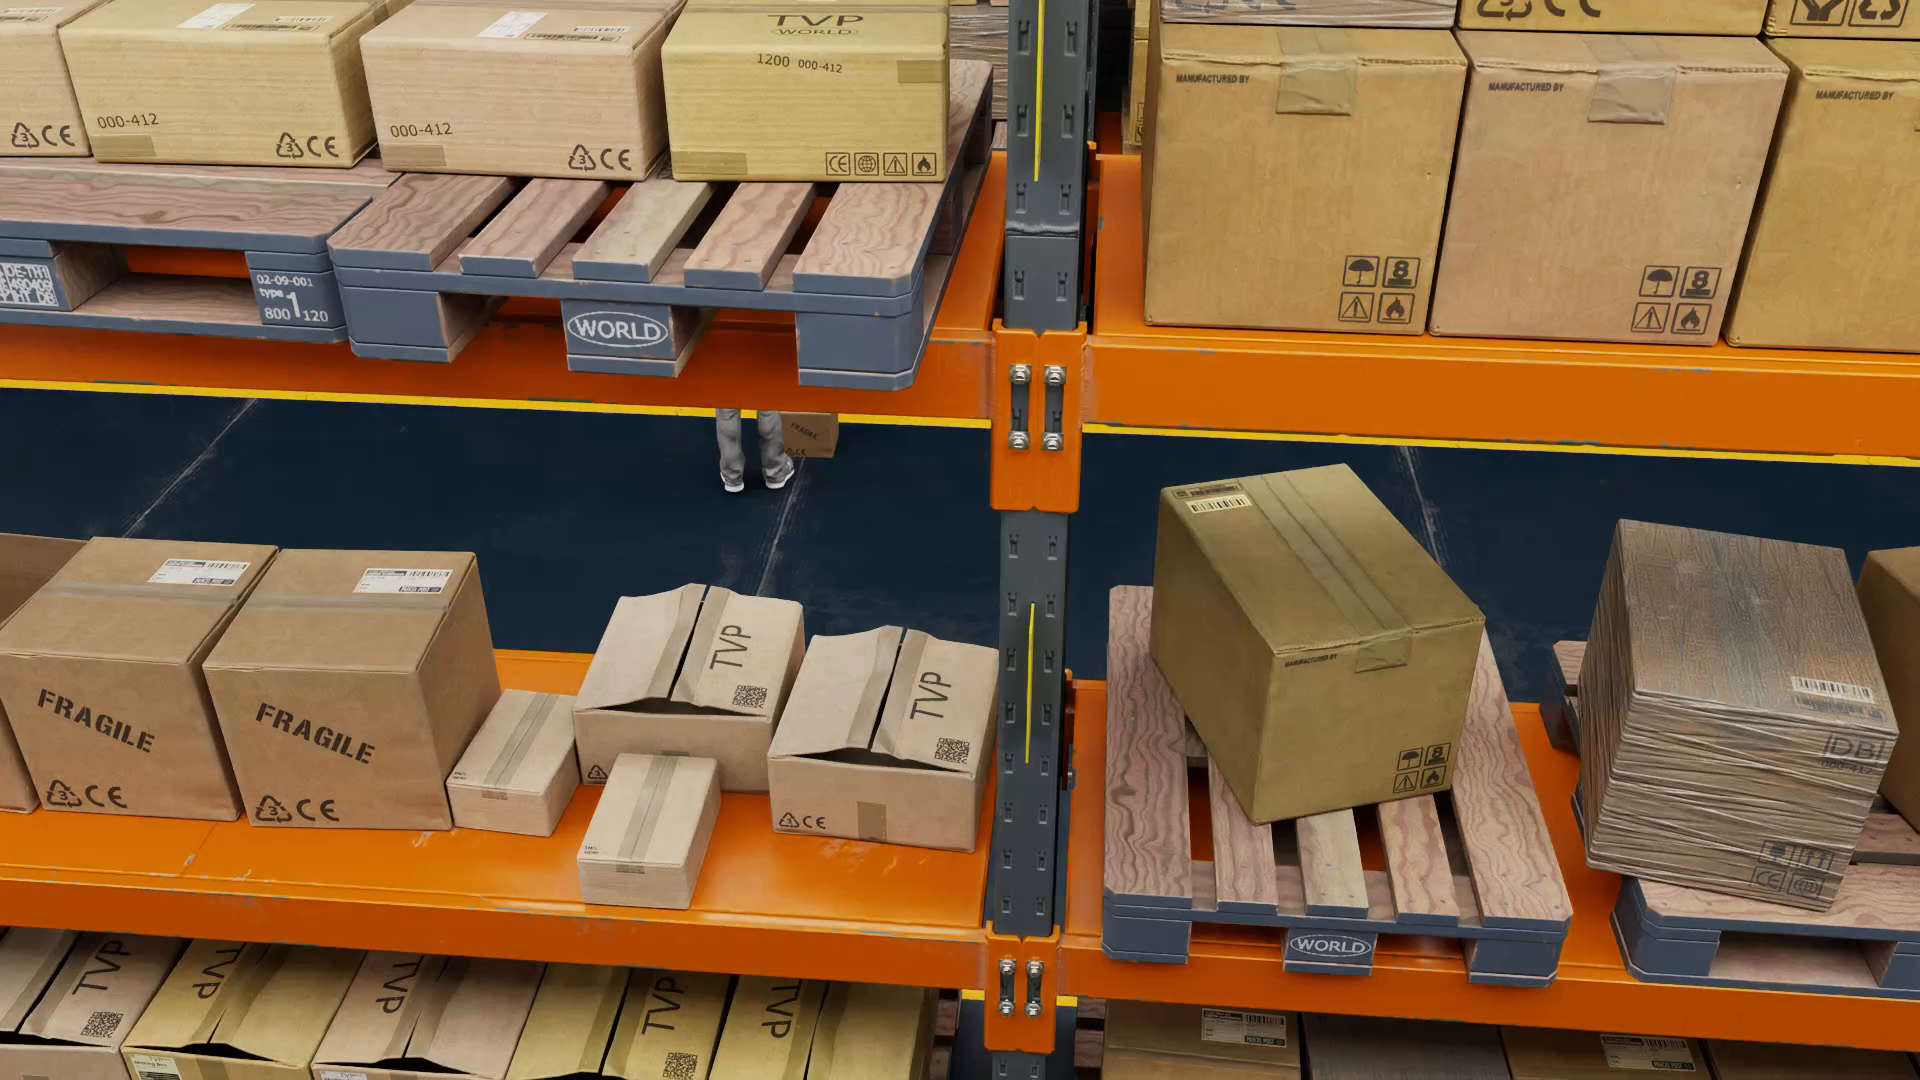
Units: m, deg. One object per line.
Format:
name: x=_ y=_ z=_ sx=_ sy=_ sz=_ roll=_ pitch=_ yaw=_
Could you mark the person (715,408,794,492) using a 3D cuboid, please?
person: x=-1.003 y=-0.958 z=7.650 sx=0.409 sy=1.603 sz=0.318 roll=-2 pitch=32 yaw=-3
